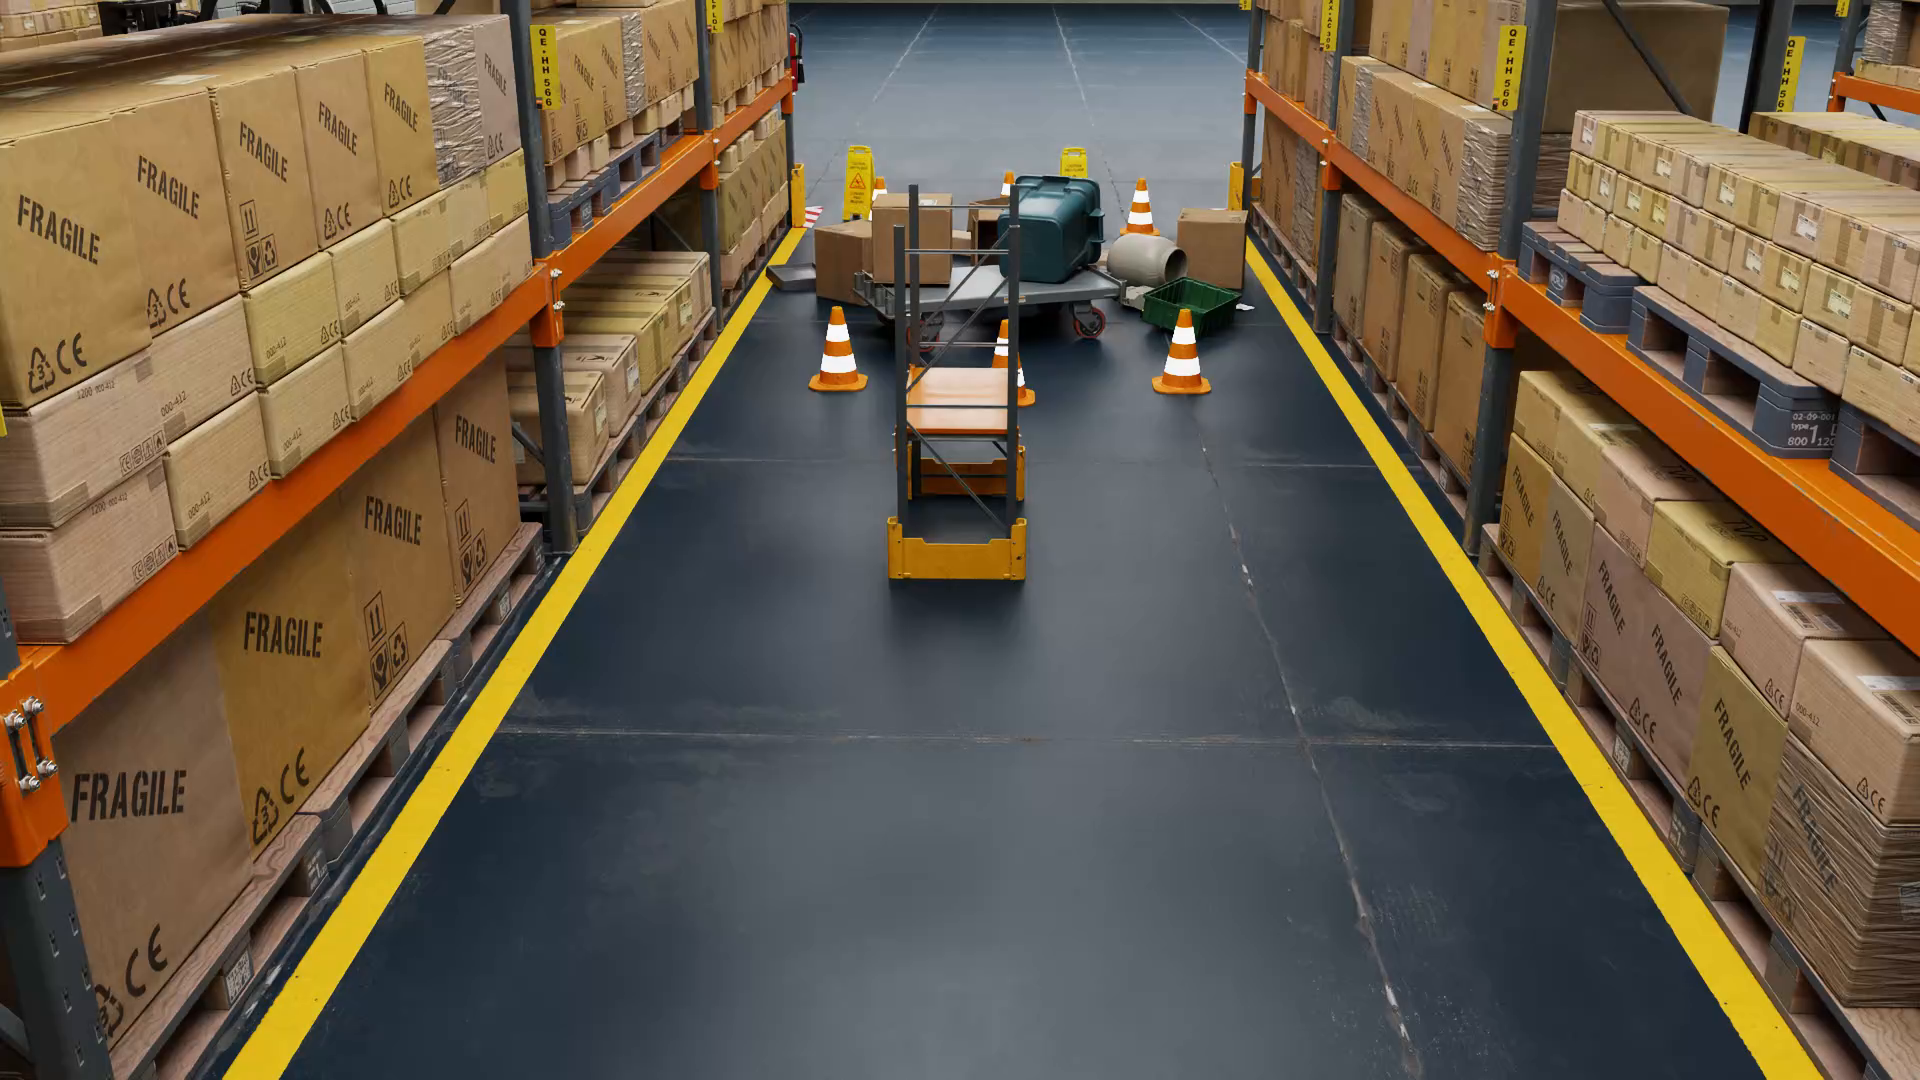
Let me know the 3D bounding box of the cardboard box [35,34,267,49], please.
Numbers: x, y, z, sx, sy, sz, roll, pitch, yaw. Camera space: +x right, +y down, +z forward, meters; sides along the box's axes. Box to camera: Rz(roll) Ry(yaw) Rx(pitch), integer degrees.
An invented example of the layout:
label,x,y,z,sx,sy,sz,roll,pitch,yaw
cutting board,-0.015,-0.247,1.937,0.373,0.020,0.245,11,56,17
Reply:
label,x,y,z,sx,sy,sz,roll,pitch,yaw
cardboard box,-2.505,-1.322,5.270,0.500,0.500,0.500,1,21,3

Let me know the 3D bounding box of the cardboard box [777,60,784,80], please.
label,x,y,z,sx,sy,sz,roll,pitch,yaw
cardboard box,-1.660,-3.897,13.772,0.380,0.149,0.250,0,21,1

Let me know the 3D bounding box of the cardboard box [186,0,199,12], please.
label,x,y,z,sx,sy,sz,roll,pitch,yaw
cardboard box,-6.658,-4.518,13.991,0.380,0.149,0.250,1,21,2

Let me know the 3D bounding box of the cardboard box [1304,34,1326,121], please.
label,x,y,z,sx,sy,sz,roll,pitch,yaw
cardboard box,2.857,-3.183,11.377,0.875,0.550,0.550,1,21,2

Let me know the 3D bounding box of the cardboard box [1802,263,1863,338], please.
label,x,y,z,sx,sy,sz,roll,pitch,yaw
cardboard box,2.465,-0.629,4.358,0.380,0.149,0.250,0,21,-1

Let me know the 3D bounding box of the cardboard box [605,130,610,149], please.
label,x,y,z,sx,sy,sz,roll,pitch,yaw
cardboard box,-1.989,-2.036,8.396,0.380,0.149,0.250,1,21,4

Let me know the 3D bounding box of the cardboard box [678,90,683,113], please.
label,x,y,z,sx,sy,sz,roll,pitch,yaw
cardboard box,-1.853,-2.592,9.830,0.380,0.149,0.250,0,21,0

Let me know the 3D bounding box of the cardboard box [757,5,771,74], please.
label,x,y,z,sx,sy,sz,roll,pitch,yaw
cardboard box,-1.745,-3.868,12.802,0.500,0.500,0.500,1,21,1

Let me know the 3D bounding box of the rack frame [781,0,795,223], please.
label,x,y,z,sx,sy,sz,roll,pitch,yaw
rack frame,-1.966,-4.244,14.321,1.000,3.000,0.127,1,21,2

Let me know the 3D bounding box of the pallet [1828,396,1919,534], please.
label,x,y,z,sx,sy,sz,roll,pitch,yaw
pallet,2.789,-0.073,3.835,1.003,0.211,1.213,1,21,2

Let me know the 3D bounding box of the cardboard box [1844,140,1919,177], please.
label,x,y,z,sx,sy,sz,roll,pitch,yaw
cardboard box,3.163,-1.225,5.485,0.380,0.149,0.250,1,21,3

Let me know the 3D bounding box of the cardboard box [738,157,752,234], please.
label,x,y,z,sx,sy,sz,roll,pitch,yaw
cardboard box,-1.795,-2.465,11.920,0.500,0.500,0.500,1,21,4

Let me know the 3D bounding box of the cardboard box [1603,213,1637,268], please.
label,x,y,z,sx,sy,sz,roll,pitch,yaw
cardboard box,2.510,-1.058,5.876,0.380,0.149,0.250,2,21,4

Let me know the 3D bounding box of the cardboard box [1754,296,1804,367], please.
label,x,y,z,sx,sy,sz,roll,pitch,yaw
cardboard box,2.471,-0.583,4.651,0.380,0.149,0.250,2,21,4

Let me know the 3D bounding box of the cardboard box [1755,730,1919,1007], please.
label,x,y,z,sx,sy,sz,roll,pitch,yaw
cardboard box,2.391,0.812,4.165,0.500,0.500,0.500,0,21,1

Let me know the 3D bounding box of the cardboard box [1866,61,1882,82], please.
label,x,y,z,sx,sy,sz,roll,pitch,yaw
cardboard box,7.666,-3.827,13.594,0.380,0.149,0.250,1,21,2

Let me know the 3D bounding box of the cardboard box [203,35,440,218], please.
label,x,y,z,sx,sy,sz,roll,pitch,yaw
cardboard box,-1.992,-1.309,5.237,0.500,0.500,0.500,1,21,2

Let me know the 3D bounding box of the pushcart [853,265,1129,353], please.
label,x,y,z,sx,sy,sz,roll,pitch,yaw
pushcart,0.193,-1.568,11.049,1.648,0.377,0.936,-7,22,-17

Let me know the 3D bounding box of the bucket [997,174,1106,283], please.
label,x,y,z,sx,sy,sz,roll,pitch,yaw
bucket,0.563,-2.037,11.056,0.726,0.611,0.620,8,33,20

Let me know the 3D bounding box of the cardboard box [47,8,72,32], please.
label,x,y,z,sx,sy,sz,roll,pitch,yaw
cardboard box,-6.709,-3.775,12.077,0.380,0.149,0.250,0,21,0

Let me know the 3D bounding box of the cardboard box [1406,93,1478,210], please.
label,x,y,z,sx,sy,sz,roll,pitch,yaw
cardboard box,2.519,-1.907,8.159,0.500,0.500,0.500,0,21,1

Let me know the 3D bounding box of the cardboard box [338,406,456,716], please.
label,x,y,z,sx,sy,sz,roll,pitch,yaw
cardboard box,-2.344,0.014,5.702,0.875,0.875,0.875,1,21,2

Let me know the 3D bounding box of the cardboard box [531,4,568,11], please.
label,x,y,z,sx,sy,sz,roll,pitch,yaw
cardboard box,-2.432,-2.653,9.089,0.500,0.500,0.500,1,21,1

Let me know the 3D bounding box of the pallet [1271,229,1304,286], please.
label,x,y,z,sx,sy,sz,roll,pitch,yaw
pallet,2.999,-2.196,12.898,1.003,0.211,1.213,1,21,2

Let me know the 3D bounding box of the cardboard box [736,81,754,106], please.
label,x,y,z,sx,sy,sz,roll,pitch,yaw
cardboard box,-1.709,-3.254,12.115,0.380,0.149,0.250,1,21,2

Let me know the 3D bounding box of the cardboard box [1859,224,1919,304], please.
label,x,y,z,sx,sy,sz,roll,pitch,yaw
cardboard box,2.462,-0.676,4.069,0.380,0.149,0.250,1,21,1

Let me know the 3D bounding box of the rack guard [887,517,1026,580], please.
label,x,y,z,sx,sy,sz,roll,pitch,yaw
rack guard,-0.013,0.036,7.091,0.587,0.250,0.087,1,21,2

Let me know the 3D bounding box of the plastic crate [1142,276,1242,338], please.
label,x,y,z,sx,sy,sz,roll,pitch,yaw
plastic crate,1.559,-1.573,11.244,0.450,0.188,0.662,23,29,25

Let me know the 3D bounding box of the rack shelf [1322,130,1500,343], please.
label,x,y,z,sx,sy,sz,roll,pitch,yaw
rack shelf,2.803,-1.721,8.813,1.077,0.370,4.000,1,21,2

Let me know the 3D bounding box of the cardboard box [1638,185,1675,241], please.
label,x,y,z,sx,sy,sz,roll,pitch,yaw
cardboard box,2.508,-1.093,5.554,0.380,0.149,0.250,1,21,2

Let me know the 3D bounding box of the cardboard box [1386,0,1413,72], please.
label,x,y,z,sx,sy,sz,roll,pitch,yaw
cardboard box,2.841,-2.927,9.406,0.700,0.500,0.500,0,21,1

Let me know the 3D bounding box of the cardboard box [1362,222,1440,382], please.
label,x,y,z,sx,sy,sz,roll,pitch,yaw
cardboard box,2.901,-1.353,9.398,1.050,0.750,0.750,1,21,2

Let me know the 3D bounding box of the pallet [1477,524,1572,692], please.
label,x,y,z,sx,sy,sz,roll,pitch,yaw
pallet,2.717,0.249,6.596,1.003,0.211,1.213,1,21,2

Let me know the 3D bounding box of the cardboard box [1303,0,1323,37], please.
label,x,y,z,sx,sy,sz,roll,pitch,yaw
cardboard box,2.810,-3.686,11.183,0.875,0.550,0.550,1,21,2

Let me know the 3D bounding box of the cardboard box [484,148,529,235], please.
label,x,y,z,sx,sy,sz,roll,pitch,yaw
cardboard box,-1.970,-1.337,6.344,0.500,0.250,0.500,1,21,1

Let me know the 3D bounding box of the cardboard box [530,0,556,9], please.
label,x,y,z,sx,sy,sz,roll,pitch,yaw
cardboard box,-2.385,-2.921,8.884,0.380,0.149,0.250,2,21,5

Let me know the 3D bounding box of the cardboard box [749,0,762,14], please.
label,x,y,z,sx,sy,sz,roll,pitch,yaw
cardboard box,-1.777,-3.972,11.687,0.700,0.500,0.500,0,21,0

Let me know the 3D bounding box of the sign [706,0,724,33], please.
label,x,y,z,sx,sy,sz,roll,pitch,yaw
sign,-1.532,-3.333,10.371,0.100,0.325,0.005,1,21,2

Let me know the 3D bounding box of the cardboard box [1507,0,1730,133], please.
label,x,y,z,sx,sy,sz,roll,pitch,yaw
cardboard box,2.765,-2.009,7.039,0.700,0.500,0.500,1,21,1

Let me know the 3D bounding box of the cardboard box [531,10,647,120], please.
label,x,y,z,sx,sy,sz,roll,pitch,yaw
cardboard box,-1.923,-2.454,8.577,0.500,0.500,0.500,0,21,0

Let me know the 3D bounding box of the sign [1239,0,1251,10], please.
label,x,y,z,sx,sy,sz,roll,pitch,yaw
sign,2.431,-4.675,14.125,0.100,0.325,0.005,1,21,2

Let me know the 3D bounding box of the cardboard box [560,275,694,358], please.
label,x,y,z,sx,sy,sz,roll,pitch,yaw
cardboard box,-2.119,-1.319,9.834,0.950,0.372,0.625,2,21,5

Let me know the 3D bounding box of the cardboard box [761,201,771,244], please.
label,x,y,z,sx,sy,sz,roll,pitch,yaw
cardboard box,-1.755,-2.486,13.011,0.500,0.250,0.500,0,21,0

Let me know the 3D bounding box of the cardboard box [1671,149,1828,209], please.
label,x,y,z,sx,sy,sz,roll,pitch,yaw
cardboard box,2.502,-1.145,5.278,0.380,0.149,0.250,2,21,4

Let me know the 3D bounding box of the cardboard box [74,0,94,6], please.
label,x,y,z,sx,sy,sz,roll,pitch,yaw
cardboard box,-6.768,-4.099,12.499,0.380,0.149,0.250,1,21,2

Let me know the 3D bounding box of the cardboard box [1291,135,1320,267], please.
label,x,y,z,sx,sy,sz,roll,pitch,yaw
cardboard box,2.976,-2.538,12.279,0.875,0.875,0.875,1,21,2

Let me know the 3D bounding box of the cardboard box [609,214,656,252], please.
label,x,y,z,sx,sy,sz,roll,pitch,yaw
cardboard box,-2.338,-2.278,11.438,0.500,0.500,0.500,0,21,1

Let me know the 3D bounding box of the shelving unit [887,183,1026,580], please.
label,x,y,z,sx,sy,sz,roll,pitch,yaw
shelving unit,0.002,-0.727,7.329,0.587,1.500,1.083,1,21,2

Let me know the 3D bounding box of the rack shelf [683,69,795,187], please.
label,x,y,z,sx,sy,sz,roll,pitch,yaw
rack shelf,-2.026,-3.186,12.587,1.077,0.370,4.000,1,21,2

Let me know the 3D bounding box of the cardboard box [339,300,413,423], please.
label,x,y,z,sx,sy,sz,roll,pitch,yaw
cardboard box,-1.983,-0.545,4.993,0.500,0.250,0.500,0,21,1

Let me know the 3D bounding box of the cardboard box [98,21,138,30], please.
label,x,y,z,sx,sy,sz,roll,pitch,yaw
cardboard box,-6.720,-3.790,13.013,0.500,0.500,0.500,0,21,1

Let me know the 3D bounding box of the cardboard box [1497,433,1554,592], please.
label,x,y,z,sx,sy,sz,roll,pitch,yaw
cardboard box,2.465,-0.111,6.544,0.500,0.500,0.500,0,21,-1

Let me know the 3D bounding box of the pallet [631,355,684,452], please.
label,x,y,z,sx,sy,sz,roll,pitch,yaw
pallet,-2.144,-0.774,9.232,1.003,0.211,1.213,1,21,2

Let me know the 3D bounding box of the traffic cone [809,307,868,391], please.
label,x,y,z,sx,sy,sz,roll,pitch,yaw
traffic cone,-0.726,-1.151,9.857,0.336,0.463,0.334,1,21,2

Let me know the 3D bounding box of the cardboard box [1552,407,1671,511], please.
label,x,y,z,sx,sy,sz,roll,pitch,yaw
cardboard box,2.464,-0.284,5.952,0.500,0.250,0.500,0,21,1

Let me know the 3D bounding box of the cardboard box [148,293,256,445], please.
label,x,y,z,sx,sy,sz,roll,pitch,yaw
cardboard box,-2.048,-0.413,3.964,0.500,0.250,0.500,1,21,2

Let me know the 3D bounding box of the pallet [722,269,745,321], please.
label,x,y,z,sx,sy,sz,roll,pitch,yaw
pallet,-2.102,-1.741,11.724,1.003,0.211,1.213,1,21,2

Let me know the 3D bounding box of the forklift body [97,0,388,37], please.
label,x,y,z,sx,sy,sz,roll,pitch,yaw
forklift body,-5.161,-3.196,12.793,2.313,2.155,1.214,1,21,2

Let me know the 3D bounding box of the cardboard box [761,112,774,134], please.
label,x,y,z,sx,sy,sz,roll,pitch,yaw
cardboard box,-1.684,-3.293,13.157,0.380,0.149,0.250,1,21,3

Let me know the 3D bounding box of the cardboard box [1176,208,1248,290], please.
label,x,y,z,sx,sy,sz,roll,pitch,yaw
cardboard box,1.885,-2.188,12.474,0.500,0.500,0.500,4,22,11
